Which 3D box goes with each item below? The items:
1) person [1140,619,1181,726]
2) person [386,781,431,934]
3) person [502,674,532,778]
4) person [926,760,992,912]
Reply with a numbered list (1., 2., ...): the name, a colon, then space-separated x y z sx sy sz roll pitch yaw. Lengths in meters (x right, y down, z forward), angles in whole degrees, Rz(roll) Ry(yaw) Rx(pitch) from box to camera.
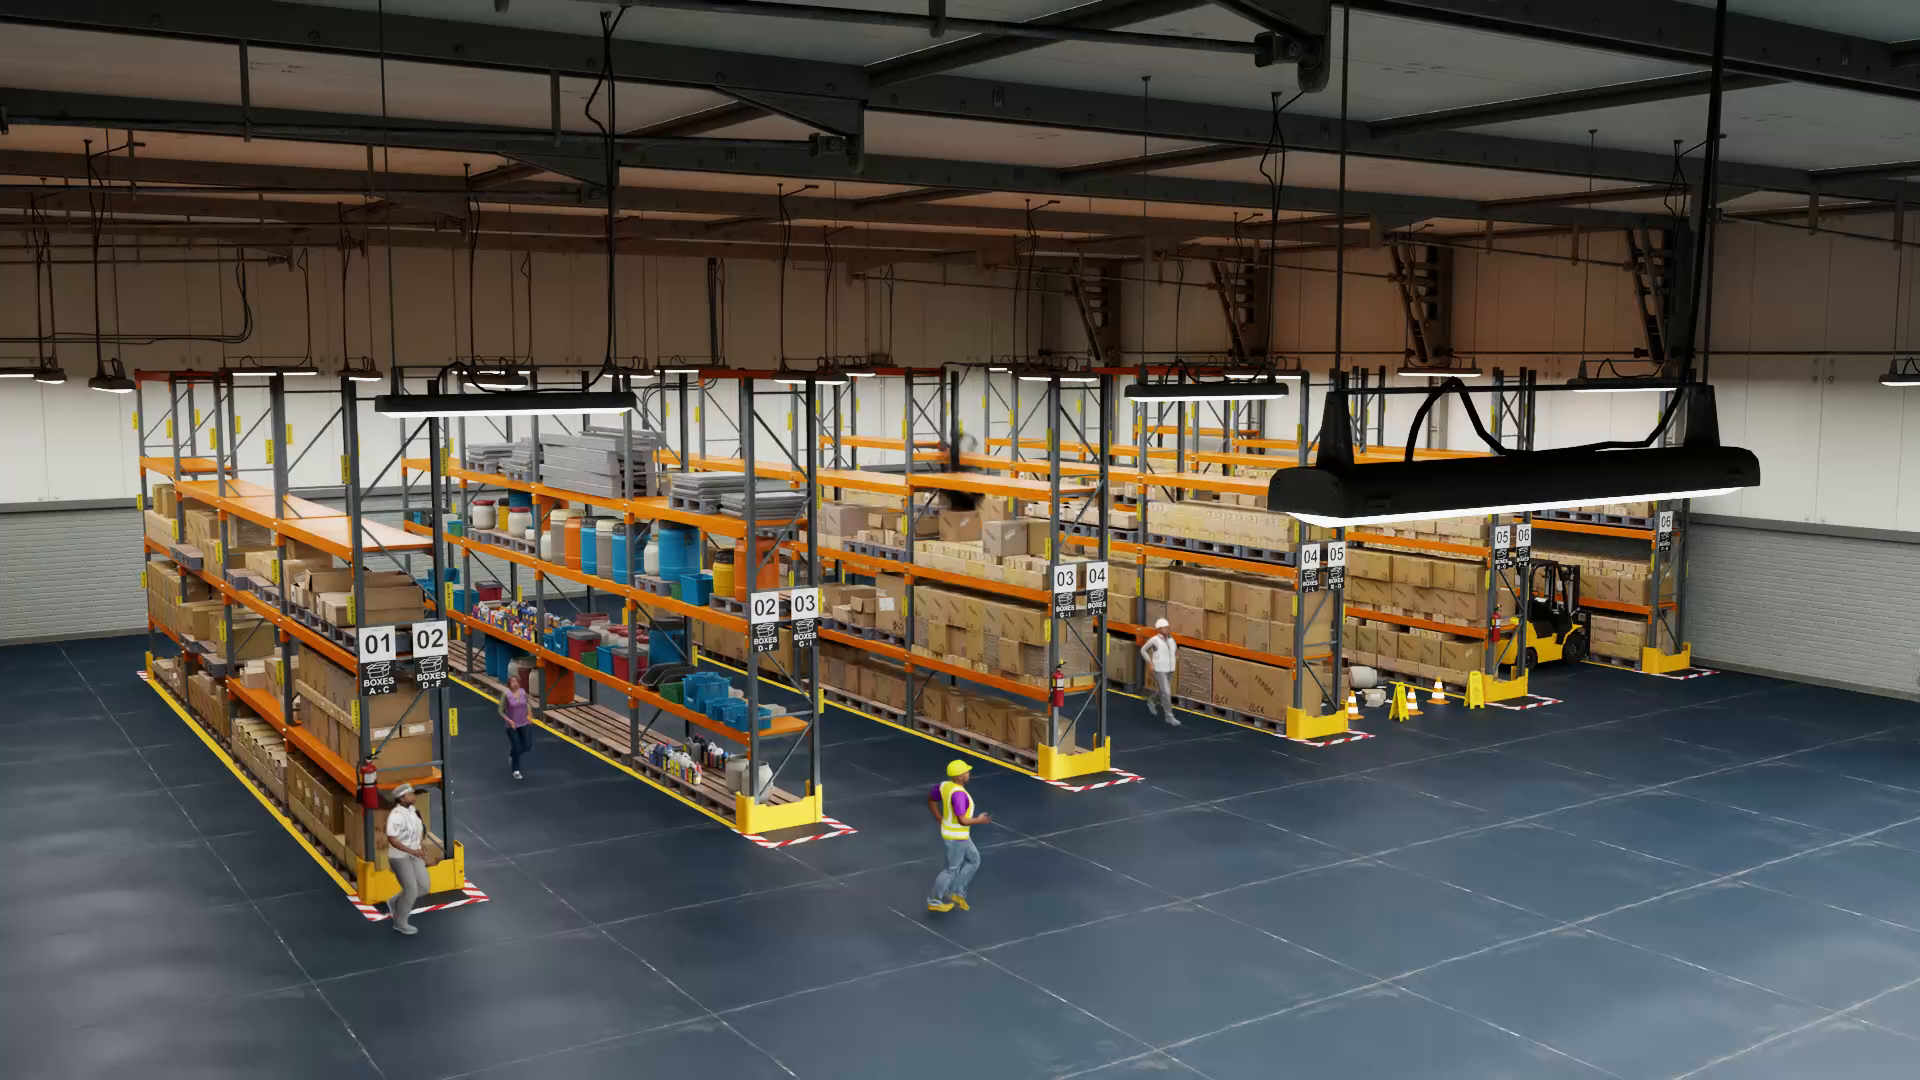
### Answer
1. person: 3.472 2.222 28.436 0.656 1.758 0.970 -5 8 -36
2. person: -6.039 3.467 18.247 0.506 1.662 0.630 1 7 10
3. person: -6.614 2.772 24.790 0.517 1.564 0.490 -5 8 -39
4. person: -0.020 3.363 18.728 0.733 1.805 0.678 -1 7 -8
